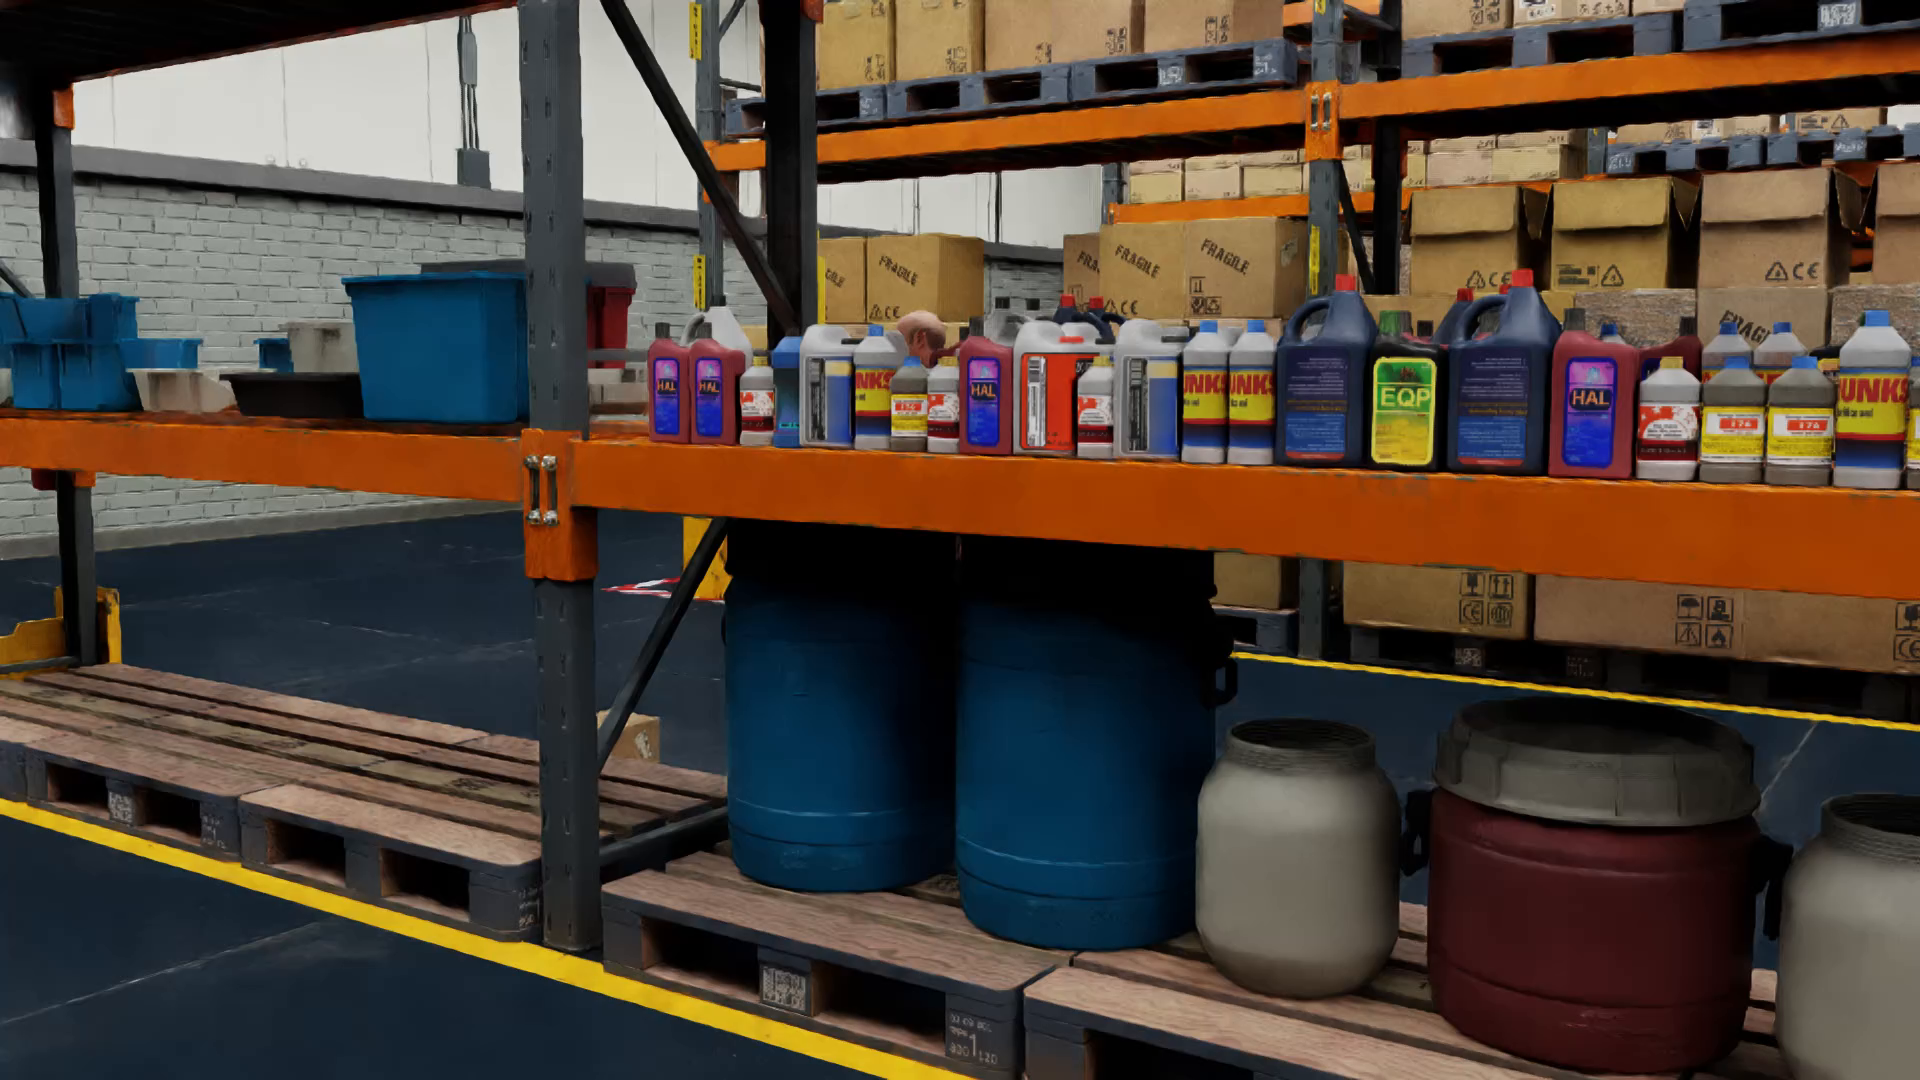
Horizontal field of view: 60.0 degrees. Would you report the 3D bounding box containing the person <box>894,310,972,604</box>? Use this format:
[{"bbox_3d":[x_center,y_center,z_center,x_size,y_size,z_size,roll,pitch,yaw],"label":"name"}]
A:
[{"bbox_3d":[-0.104,-0.010,6.190,0.580,1.681,0.636,3,7,24],"label":"person"}]
